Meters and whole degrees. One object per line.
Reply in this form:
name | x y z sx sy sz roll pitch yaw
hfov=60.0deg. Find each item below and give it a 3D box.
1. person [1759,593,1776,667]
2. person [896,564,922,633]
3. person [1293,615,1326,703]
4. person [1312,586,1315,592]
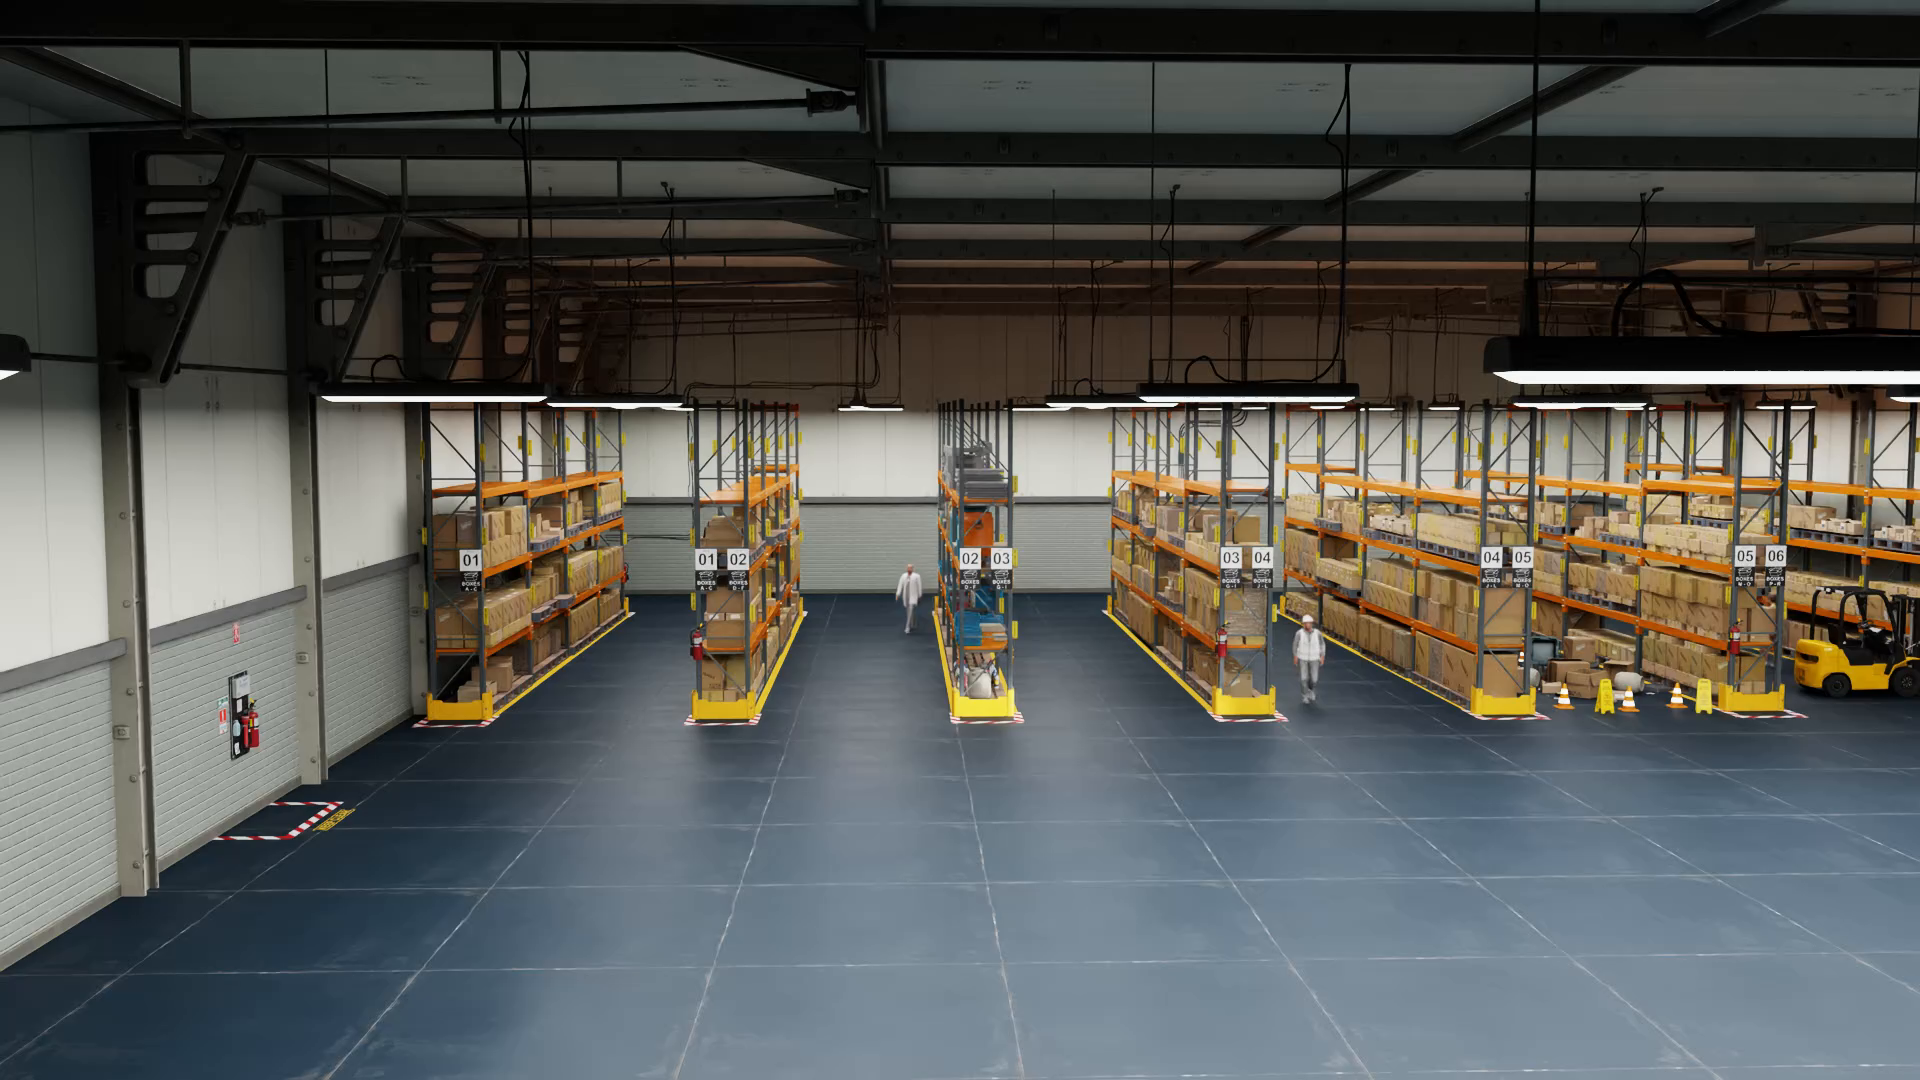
person | 18.356 2.065 37.544 0.456 1.708 0.606 -1 4 -14
person | -1.356 1.515 43.817 0.575 1.776 0.962 2 5 28
person | 6.921 2.350 32.957 0.631 1.759 0.464 1 4 11
person | 10.943 0.923 51.470 0.582 1.731 1.048 3 5 33
